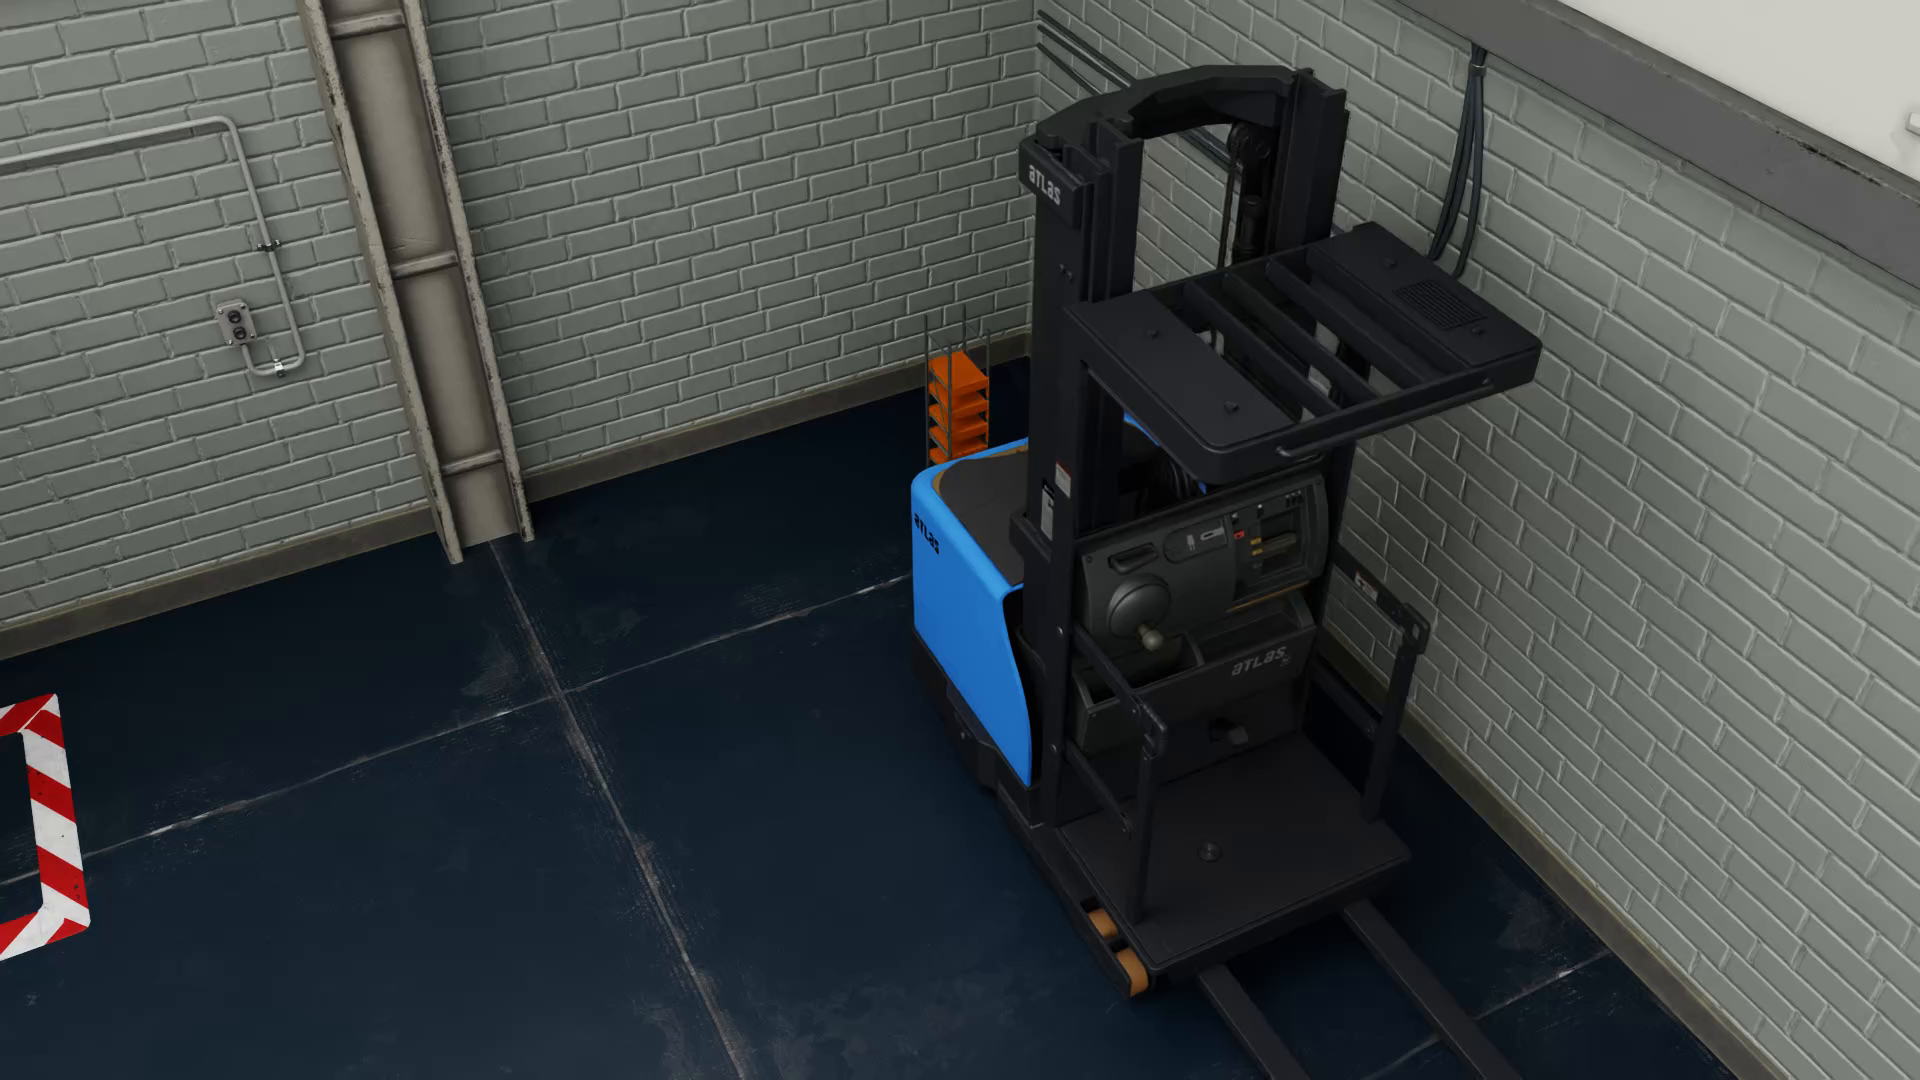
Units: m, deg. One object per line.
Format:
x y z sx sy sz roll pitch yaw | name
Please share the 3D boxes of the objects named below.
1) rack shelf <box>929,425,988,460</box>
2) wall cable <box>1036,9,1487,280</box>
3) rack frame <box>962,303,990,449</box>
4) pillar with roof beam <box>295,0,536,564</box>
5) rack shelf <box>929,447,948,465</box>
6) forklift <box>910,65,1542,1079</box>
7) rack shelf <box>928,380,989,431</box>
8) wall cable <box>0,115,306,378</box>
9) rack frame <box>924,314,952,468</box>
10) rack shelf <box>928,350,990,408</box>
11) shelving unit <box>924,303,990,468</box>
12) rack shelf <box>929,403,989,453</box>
-0.013 -0.420 7.375 0.180 0.103 0.258 -19 44 -21 | rack shelf
0.966 -2.466 6.090 0.112 2.526 3.097 -19 44 -21 | wall cable
0.068 -0.481 7.378 0.006 1.200 0.240 -19 44 -21 | rack frame
-0.232 -1.003 1.958 0.400 9.000 9.100 -19 44 -21 | pillar with roof beam
-0.013 -0.328 7.452 0.180 0.103 0.258 -19 44 -21 | rack shelf
0.909 0.150 5.293 1.130 2.935 3.031 -18 43 -20 | forklift
-0.013 -0.603 7.220 0.180 0.103 0.258 -19 44 -21 | rack shelf
-3.517 -1.190 6.037 1.851 1.984 0.084 -19 44 -21 | wall cable
-0.094 -0.426 7.314 0.006 1.200 0.240 -19 44 -21 | rack frame
-0.013 -0.694 7.142 0.180 0.103 0.258 -19 44 -21 | rack shelf
-0.013 -0.454 7.346 0.189 1.200 0.258 -19 44 -21 | shelving unit
-0.013 -0.511 7.297 0.180 0.103 0.258 -19 44 -21 | rack shelf
